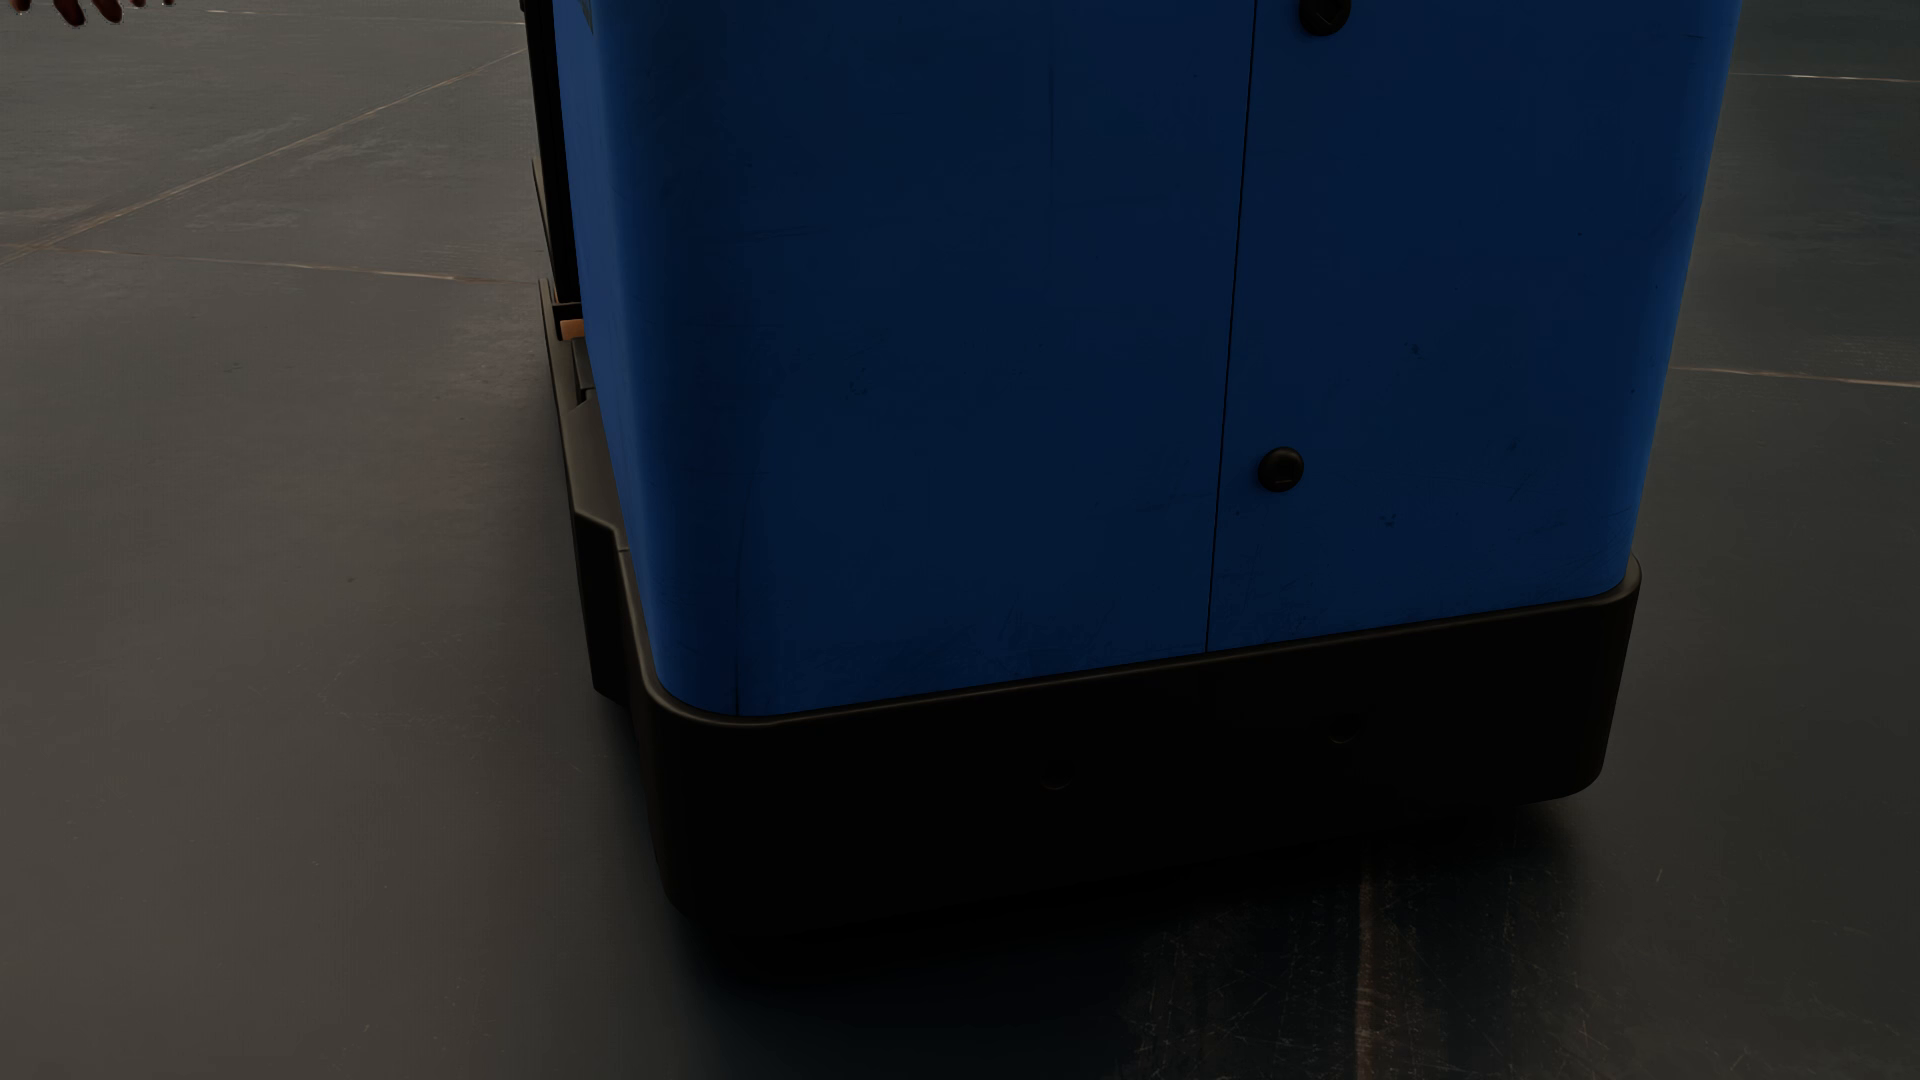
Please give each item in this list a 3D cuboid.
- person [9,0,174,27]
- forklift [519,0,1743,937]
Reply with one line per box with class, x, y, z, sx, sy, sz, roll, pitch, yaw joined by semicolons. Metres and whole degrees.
person;-1.039;-0.140;1.099;0.845;1.524;1.140;14;30;26
forklift;-0.161;-1.574;2.366;1.130;2.935;3.031;-7;28;-14
